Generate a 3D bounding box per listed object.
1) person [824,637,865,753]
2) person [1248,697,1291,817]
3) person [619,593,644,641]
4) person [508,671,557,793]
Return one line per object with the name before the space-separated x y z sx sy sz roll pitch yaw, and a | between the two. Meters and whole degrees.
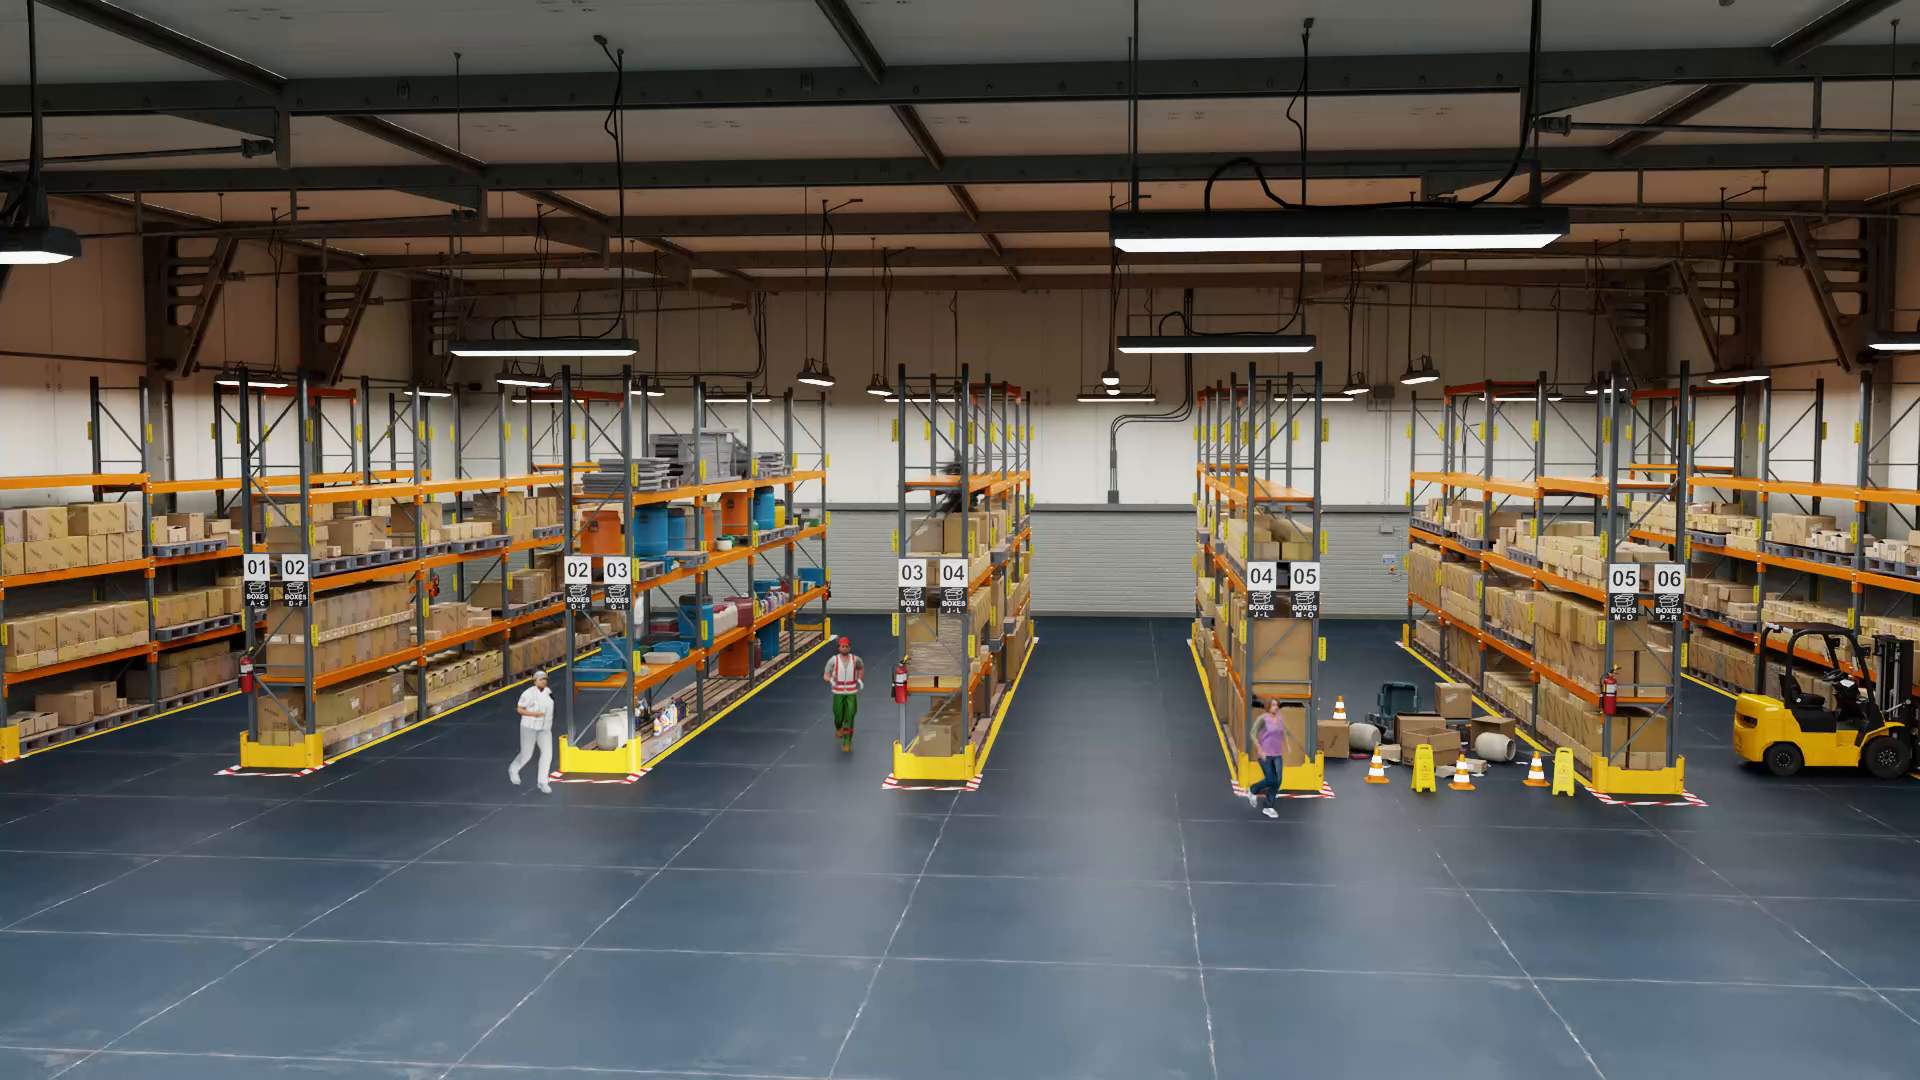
person | -1.811 2.419 26.222 0.658 1.768 0.971 -1 4 -9
person | 4.050 2.828 21.831 0.557 1.574 0.539 -2 4 -30
person | -7.099 1.819 36.260 0.667 1.744 0.716 0 4 -5
person | -5.972 2.676 23.438 0.615 1.682 0.855 -4 5 -45
